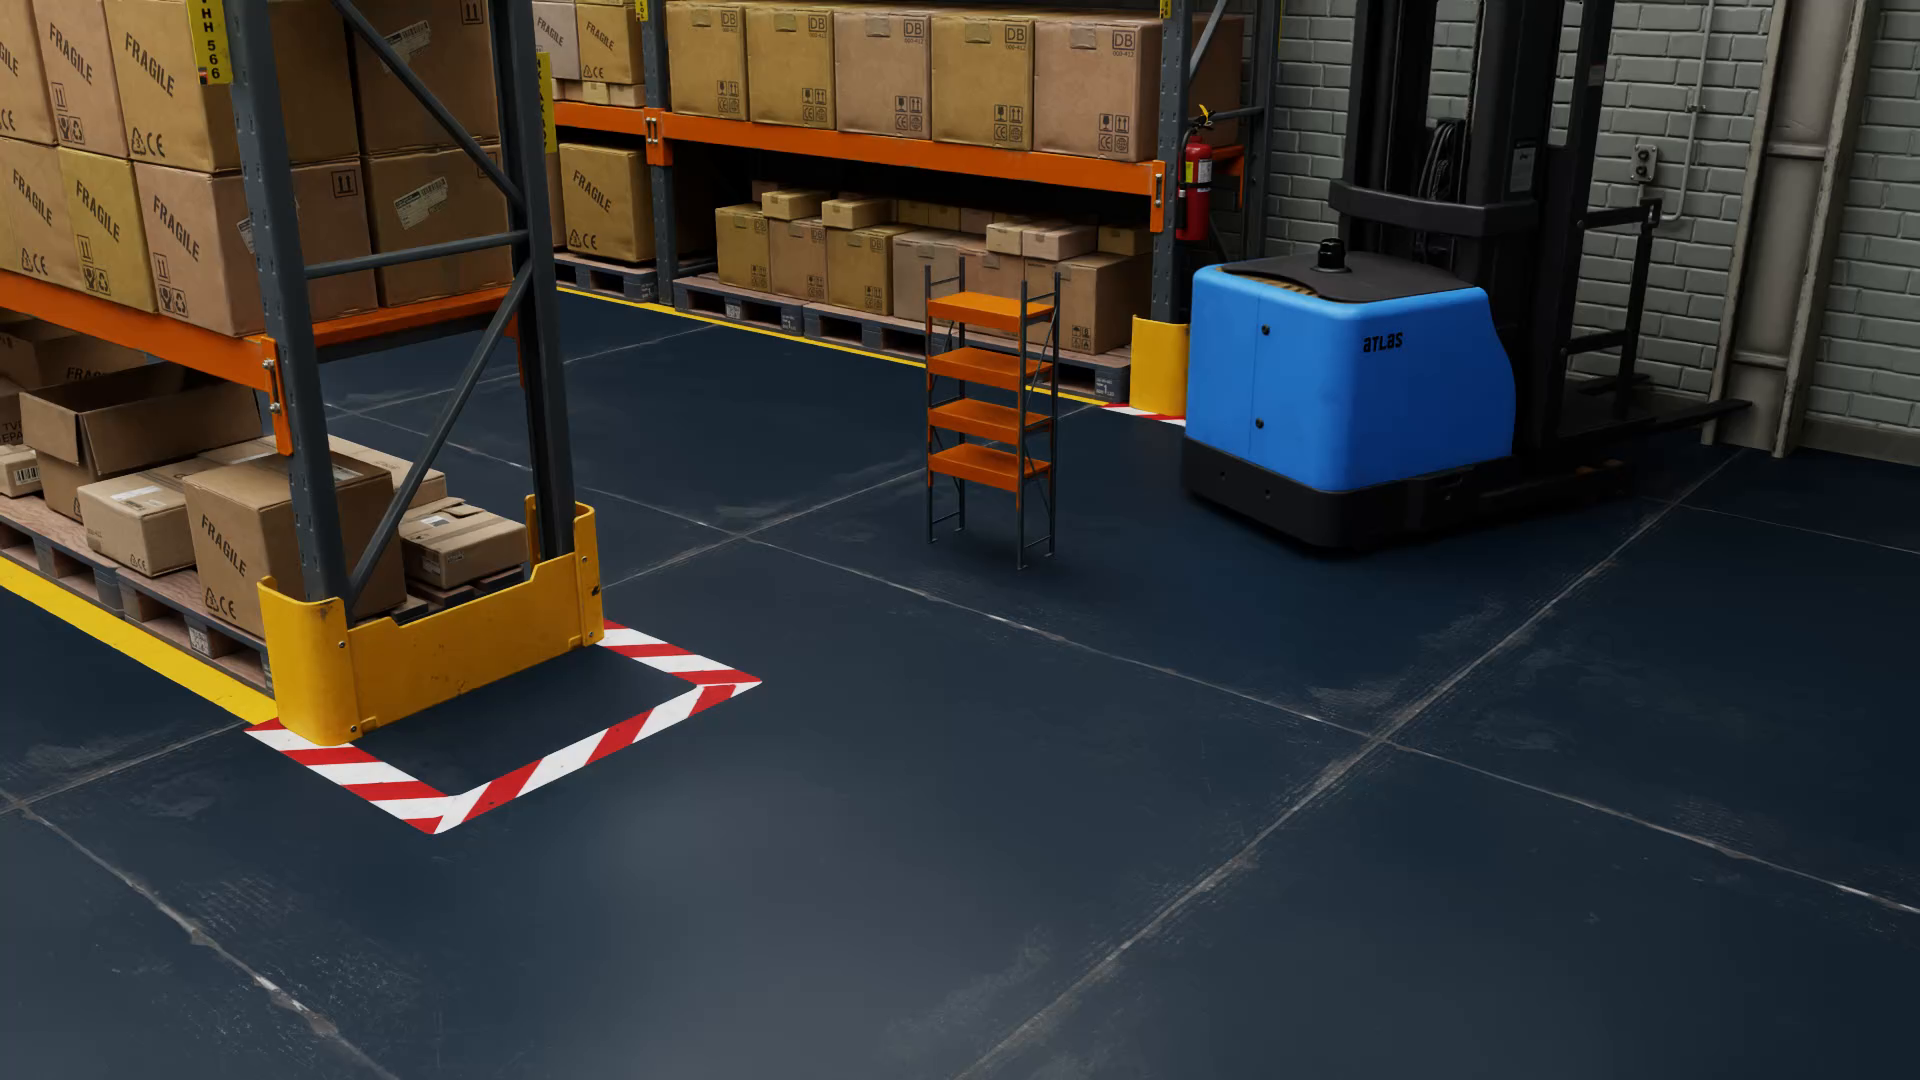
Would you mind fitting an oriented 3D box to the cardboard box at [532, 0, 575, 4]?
[{"bbox_3d":[-2.627,-3.850,11.471,0.500,0.250,0.500,17,26,37],"label":"cardboard box"}]

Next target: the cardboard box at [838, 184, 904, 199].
[{"bbox_3d":[-0.572,-2.199,10.776,0.250,0.149,0.380,15,25,35],"label":"cardboard box"}]

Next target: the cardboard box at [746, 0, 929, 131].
[{"bbox_3d":[-0.742,-3.003,10.455,0.700,0.700,0.980,15,25,35],"label":"cardboard box"}]

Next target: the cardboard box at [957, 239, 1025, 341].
[{"bbox_3d":[0.392,-1.527,9.915,0.500,0.500,0.700,16,26,36],"label":"cardboard box"}]

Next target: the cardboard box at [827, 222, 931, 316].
[{"bbox_3d":[-0.416,-1.756,10.522,0.500,0.500,0.700,17,26,37],"label":"cardboard box"}]

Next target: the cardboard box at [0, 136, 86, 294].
[{"bbox_3d":[-3.051,-1.205,5.970,0.500,0.500,0.500,16,26,37],"label":"cardboard box"}]

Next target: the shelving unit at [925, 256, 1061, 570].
[{"bbox_3d":[0.128,-0.524,6.859,0.503,1.200,0.258,16,26,36],"label":"shelving unit"}]

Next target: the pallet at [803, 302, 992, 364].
[{"bbox_3d":[-0.225,-1.384,10.540,1.213,0.211,1.003,16,26,36],"label":"pallet"}]

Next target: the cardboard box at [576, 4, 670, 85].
[{"bbox_3d":[-2.231,-3.382,11.293,0.500,0.500,0.500,16,26,35],"label":"cardboard box"}]

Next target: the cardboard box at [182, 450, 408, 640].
[{"bbox_3d":[-2.321,0.005,5.823,0.500,0.500,0.500,16,26,36],"label":"cardboard box"}]

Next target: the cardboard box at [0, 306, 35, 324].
[{"bbox_3d":[-5.064,-1.008,8.510,0.500,0.500,0.500,15,25,34],"label":"cardboard box"}]

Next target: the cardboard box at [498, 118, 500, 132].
[{"bbox_3d":[-3.651,-2.838,12.895,0.750,0.750,0.750,16,26,36],"label":"cardboard box"}]

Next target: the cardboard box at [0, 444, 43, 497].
[{"bbox_3d":[-3.978,-0.334,7.196,0.250,0.166,0.380,16,26,36],"label":"cardboard box"}]

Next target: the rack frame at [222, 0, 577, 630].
[{"bbox_3d":[-1.744,-0.905,5.317,0.127,3.000,1.000,16,26,36],"label":"rack frame"}]

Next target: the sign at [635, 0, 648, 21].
[{"bbox_3d":[-2.049,-3.507,10.687,0.005,0.325,0.100,16,26,36],"label":"sign"}]

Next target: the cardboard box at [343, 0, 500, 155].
[{"bbox_3d":[-1.921,-1.591,5.576,0.500,0.500,0.500,17,27,38],"label":"cardboard box"}]

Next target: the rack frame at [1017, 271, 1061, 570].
[{"bbox_3d":[0.317,-0.470,6.714,0.015,1.200,0.240,16,26,36],"label":"rack frame"}]

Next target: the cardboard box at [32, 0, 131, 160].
[{"bbox_3d":[-2.655,-1.556,5.485,0.500,0.500,0.500,17,26,38],"label":"cardboard box"}]

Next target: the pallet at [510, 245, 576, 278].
[{"bbox_3d":[-3.309,-2.271,12.892,1.213,0.211,1.003,16,26,36],"label":"pallet"}]

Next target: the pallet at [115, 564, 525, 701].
[{"bbox_3d":[-2.421,0.205,6.325,1.213,0.211,1.003,16,26,36],"label":"pallet"}]

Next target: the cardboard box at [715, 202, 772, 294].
[{"bbox_3d":[-1.199,-1.984,11.127,0.500,0.500,0.700,16,26,37],"label":"cardboard box"}]

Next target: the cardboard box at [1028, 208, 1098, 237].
[{"bbox_3d":[0.610,-1.859,9.874,0.250,0.149,0.380,16,26,36],"label":"cardboard box"}]

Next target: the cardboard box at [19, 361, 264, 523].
[{"bbox_3d":[-3.384,-0.417,6.938,0.637,0.503,0.797,16,26,36],"label":"cardboard box"}]

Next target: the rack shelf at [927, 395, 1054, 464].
[{"bbox_3d":[0.128,-0.462,6.882,0.480,0.148,0.258,16,26,36],"label":"rack shelf"}]

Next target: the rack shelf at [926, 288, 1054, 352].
[{"bbox_3d":[0.128,-0.892,6.720,0.480,0.148,0.258,16,26,36],"label":"rack shelf"}]

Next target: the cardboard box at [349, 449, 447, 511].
[{"bbox_3d":[-2.373,-0.135,6.547,0.500,0.250,0.500,16,26,36],"label":"cardboard box"}]

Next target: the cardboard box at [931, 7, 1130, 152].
[{"bbox_3d":[0.413,-2.671,9.574,0.700,0.700,0.980,16,26,36],"label":"cardboard box"}]

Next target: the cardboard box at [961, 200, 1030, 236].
[{"bbox_3d":[0.219,-1.971,10.173,0.250,0.149,0.380,17,26,37],"label":"cardboard box"}]

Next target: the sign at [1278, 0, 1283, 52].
[{"bbox_3d":[1.741,-2.852,9.142,0.005,0.325,0.100,16,26,36],"label":"sign"}]

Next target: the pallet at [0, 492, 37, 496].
[{"bbox_3d":[-4.312,-0.339,7.768,1.213,0.211,1.003,16,26,36],"label":"pallet"}]

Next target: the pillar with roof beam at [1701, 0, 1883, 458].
[{"bbox_3d":[1.302,-3.524,3.760,0.400,9.000,9.100,16,26,36],"label":"pillar with roof beam"}]

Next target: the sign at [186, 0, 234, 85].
[{"bbox_3d":[-2.111,-1.447,4.666,0.005,0.325,0.100,16,26,36],"label":"sign"}]

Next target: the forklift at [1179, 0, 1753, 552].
[{"bbox_3d":[2.539,-1.689,7.494,3.031,2.935,1.130,-12,24,-29],"label":"forklift"}]

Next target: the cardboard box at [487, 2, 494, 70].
[{"bbox_3d":[-3.016,-3.607,11.891,0.500,0.500,0.500,16,26,36],"label":"cardboard box"}]

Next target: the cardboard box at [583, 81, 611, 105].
[{"bbox_3d":[-2.365,-3.092,11.444,0.250,0.149,0.380,17,26,37],"label":"cardboard box"}]

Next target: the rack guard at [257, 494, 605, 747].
[{"bbox_3d":[-1.803,0.248,5.803,0.348,0.500,1.175,16,26,36],"label":"rack guard"}]

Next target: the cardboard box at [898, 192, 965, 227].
[{"bbox_3d":[-0.176,-2.085,10.474,0.250,0.149,0.380,16,26,35],"label":"cardboard box"}]

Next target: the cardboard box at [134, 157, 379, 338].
[{"bbox_3d":[-2.263,-0.977,5.367,0.500,0.500,0.500,17,27,38],"label":"cardboard box"}]

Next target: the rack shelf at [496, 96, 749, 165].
[{"bbox_3d":[-3.263,-3.262,12.587,4.000,0.370,1.077,16,26,36],"label":"rack shelf"}]

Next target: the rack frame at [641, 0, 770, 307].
[{"bbox_3d":[-1.714,-3.152,11.276,0.127,3.000,1.000,16,26,36],"label":"rack frame"}]

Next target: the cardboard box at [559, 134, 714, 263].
[{"bbox_3d":[-2.300,-2.452,11.872,0.750,0.750,0.750,16,26,37],"label":"cardboard box"}]

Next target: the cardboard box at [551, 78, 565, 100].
[{"bbox_3d":[-2.779,-3.205,11.744,0.250,0.149,0.380,16,26,36],"label":"cardboard box"}]

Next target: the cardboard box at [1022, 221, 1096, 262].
[{"bbox_3d":[0.565,-1.698,9.448,0.250,0.149,0.380,16,26,36],"label":"cardboard box"}]

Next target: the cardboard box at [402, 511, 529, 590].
[{"bbox_3d":[-1.851,0.036,6.239,0.250,0.149,0.380,16,26,36],"label":"cardboard box"}]

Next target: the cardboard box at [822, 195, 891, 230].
[{"bbox_3d":[-0.645,-2.045,10.369,0.250,0.149,0.380,15,25,35],"label":"cardboard box"}]
